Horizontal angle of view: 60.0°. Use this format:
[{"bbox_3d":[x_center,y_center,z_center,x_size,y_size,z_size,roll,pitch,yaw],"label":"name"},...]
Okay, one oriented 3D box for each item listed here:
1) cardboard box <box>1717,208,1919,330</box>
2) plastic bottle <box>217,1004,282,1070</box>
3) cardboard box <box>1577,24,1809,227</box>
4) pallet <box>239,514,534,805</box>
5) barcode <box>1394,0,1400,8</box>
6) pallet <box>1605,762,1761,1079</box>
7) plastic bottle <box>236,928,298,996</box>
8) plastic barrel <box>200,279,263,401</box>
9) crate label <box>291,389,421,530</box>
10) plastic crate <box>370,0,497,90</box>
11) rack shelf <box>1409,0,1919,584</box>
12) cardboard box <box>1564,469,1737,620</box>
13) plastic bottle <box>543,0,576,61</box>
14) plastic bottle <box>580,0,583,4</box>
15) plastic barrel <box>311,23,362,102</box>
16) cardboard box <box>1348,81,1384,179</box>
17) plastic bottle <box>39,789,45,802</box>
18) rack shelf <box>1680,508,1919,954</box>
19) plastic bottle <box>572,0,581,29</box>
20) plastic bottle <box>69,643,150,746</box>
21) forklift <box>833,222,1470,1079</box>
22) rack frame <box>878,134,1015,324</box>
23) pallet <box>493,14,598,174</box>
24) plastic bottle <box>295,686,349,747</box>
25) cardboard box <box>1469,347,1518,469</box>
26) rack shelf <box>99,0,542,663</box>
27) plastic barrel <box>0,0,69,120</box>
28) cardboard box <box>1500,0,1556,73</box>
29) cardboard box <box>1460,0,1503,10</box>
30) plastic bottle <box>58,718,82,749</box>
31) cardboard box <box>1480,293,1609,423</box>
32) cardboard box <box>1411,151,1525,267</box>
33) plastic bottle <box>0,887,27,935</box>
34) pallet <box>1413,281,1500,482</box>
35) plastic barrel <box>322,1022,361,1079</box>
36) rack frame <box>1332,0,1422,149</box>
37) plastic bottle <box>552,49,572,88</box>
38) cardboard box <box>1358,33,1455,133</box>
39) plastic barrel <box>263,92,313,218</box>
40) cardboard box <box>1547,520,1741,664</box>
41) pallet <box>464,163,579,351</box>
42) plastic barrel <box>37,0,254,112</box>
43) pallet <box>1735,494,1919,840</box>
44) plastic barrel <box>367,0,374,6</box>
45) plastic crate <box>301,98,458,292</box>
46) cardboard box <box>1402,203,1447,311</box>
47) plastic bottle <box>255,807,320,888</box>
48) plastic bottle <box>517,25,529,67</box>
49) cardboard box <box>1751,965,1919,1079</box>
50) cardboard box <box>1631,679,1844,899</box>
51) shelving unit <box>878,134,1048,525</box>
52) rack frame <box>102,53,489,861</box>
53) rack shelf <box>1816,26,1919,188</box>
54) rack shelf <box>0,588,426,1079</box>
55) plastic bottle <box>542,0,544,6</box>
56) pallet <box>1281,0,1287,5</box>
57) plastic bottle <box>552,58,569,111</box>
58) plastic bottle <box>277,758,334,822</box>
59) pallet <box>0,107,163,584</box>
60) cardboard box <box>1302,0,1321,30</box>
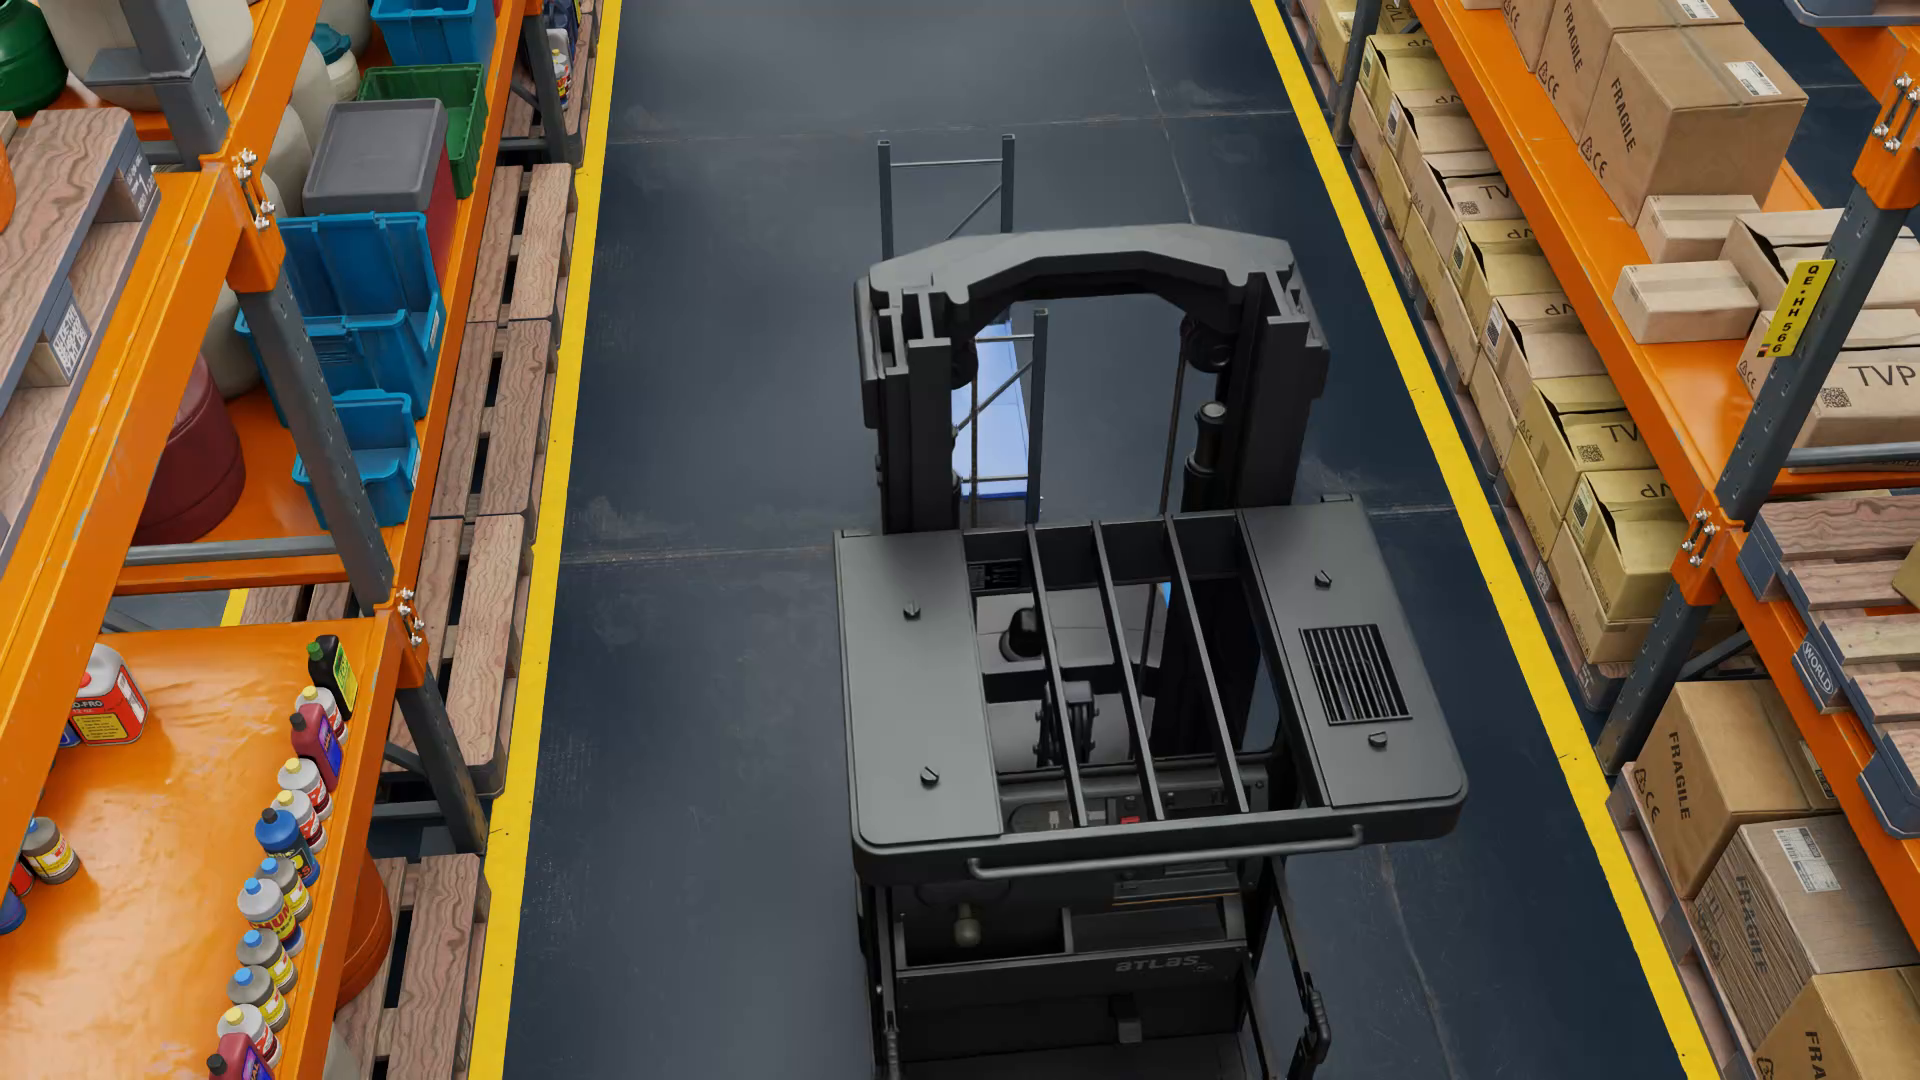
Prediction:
[{"bbox_3d":[2.916,-0.886,5.584,0.500,0.311,0.500,-4,47,-4],"label":"cardboard box"},{"bbox_3d":[-1.611,1.121,3.760,0.097,0.201,0.097,0,47,0],"label":"plastic bottle"},{"bbox_3d":[2.641,-1.505,6.040,0.500,0.500,0.500,-6,47,-5],"label":"cardboard box"},{"bbox_3d":[-2.164,0.437,6.191,1.003,0.211,1.213,-3,47,-3],"label":"pallet"},{"bbox_3d":[2.070,-2.563,7.869,0.001,0.075,0.075,-3,47,-3],"label":"barcode"},{"bbox_3d":[2.823,1.244,5.427,1.003,0.211,1.213,-3,47,-3],"label":"pallet"},{"bbox_3d":[-1.628,0.980,3.893,0.097,0.201,0.097,0,47,0],"label":"plastic bottle"},{"bbox_3d":[-2.437,-0.729,5.297,0.421,0.512,0.421,0,47,0],"label":"plastic barrel"},{"bbox_3d":[-1.800,-0.229,5.016,0.303,0.233,0.416,-3,47,-3],"label":"crate label"},{"bbox_3d":[-2.071,-2.068,6.654,0.392,0.384,0.575,-3,47,-3],"label":"plastic crate"},{"bbox_3d":[2.631,-1.457,6.559,1.077,0.370,4.000,-3,47,-3],"label":"rack shelf"},{"bbox_3d":[2.509,-0.013,5.915,0.500,0.311,0.500,-2,47,-2],"label":"cardboard box"},{"bbox_3d":[-2.127,-2.703,8.765,0.144,0.351,0.185,-2,47,-2],"label":"plastic bottle"},{"bbox_3d":[-2.178,-3.147,9.186,0.144,0.351,0.185,-4,47,-4],"label":"plastic bottle"},{"bbox_3d":[-2.515,-1.839,6.521,0.301,0.262,0.301,0,47,0],"label":"plastic barrel"},{"bbox_3d":[2.250,-2.043,8.224,0.500,0.250,0.500,-5,47,-4],"label":"cardboard box"},{"bbox_3d":[-2.433,0.598,4.255,0.097,0.201,0.097,0,47,0],"label":"plastic bottle"},{"bbox_3d":[2.966,1.437,3.819,1.077,0.370,4.000,-3,47,-3],"label":"rack shelf"},{"bbox_3d":[-2.115,-2.938,9.034,0.061,0.283,0.133,-2,47,-2],"label":"plastic bottle"},{"bbox_3d":[-2.272,0.407,4.384,0.152,0.276,0.135,-3,47,-3],"label":"plastic bottle"},{"bbox_3d":[0.313,0.867,3.910,1.130,2.935,3.031,-4,47,-4],"label":"forklift"},{"bbox_3d":[-0.050,-0.945,6.612,0.500,1.500,0.032,-3,47,-3],"label":"rack frame"},{"bbox_3d":[-2.488,-2.383,8.861,1.003,0.211,1.213,-3,47,-3],"label":"pallet"},{"bbox_3d":[-1.688,0.461,4.385,0.097,0.201,0.097,0,47,0],"label":"plastic bottle"},{"bbox_3d":[2.425,-0.559,6.818,0.500,0.250,0.500,-3,47,-2],"label":"cardboard box"},{"bbox_3d":[-2.306,-1.159,6.277,1.077,0.370,4.000,-3,47,-3],"label":"rack shelf"},{"bbox_3d":[-2.210,-1.113,3.779,0.294,0.245,0.294,0,47,0],"label":"plastic barrel"},{"bbox_3d":[2.555,-2.248,6.744,0.500,0.500,0.500,0,47,0],"label":"cardboard box"},{"bbox_3d":[2.334,-2.412,7.141,0.380,0.149,0.250,-3,47,-3],"label":"cardboard box"},{"bbox_3d":[-2.424,0.416,4.375,0.152,0.276,0.135,-3,47,-3],"label":"plastic bottle"},{"bbox_3d":[2.419,-0.754,6.617,0.500,0.311,0.500,-4,47,-4],"label":"cardboard box"},{"bbox_3d":[2.331,-1.492,7.316,0.500,0.311,0.500,-5,47,-5],"label":"cardboard box"},{"bbox_3d":[-2.342,0.835,3.982,0.097,0.271,0.097,0,47,0],"label":"plastic bottle"},{"bbox_3d":[2.669,-0.777,7.341,1.003,0.211,1.213,-3,47,-3],"label":"pallet"},{"bbox_3d":[-1.944,1.508,4.680,0.421,0.512,0.421,0,47,0],"label":"plastic barrel"},{"bbox_3d":[2.463,-3.151,7.669,1.000,3.000,0.127,-3,47,-3],"label":"rack frame"},{"bbox_3d":[-2.080,-2.446,8.625,0.097,0.201,0.097,0,47,0],"label":"plastic bottle"},{"bbox_3d":[2.250,-2.229,8.013,0.500,0.311,0.500,-3,47,-3],"label":"cardboard box"},{"bbox_3d":[-2.514,-1.350,5.869,0.433,0.535,0.433,0,47,0],"label":"plastic barrel"},{"bbox_3d":[2.511,0.178,6.120,0.500,0.250,0.500,-2,47,-2],"label":"cardboard box"},{"bbox_3d":[-2.369,-1.328,7.863,1.003,0.211,1.213,-3,47,-3],"label":"pallet"},{"bbox_3d":[-1.859,-1.272,3.746,0.421,0.512,0.421,0,47,0],"label":"plastic barrel"},{"bbox_3d":[2.925,0.295,4.537,1.213,0.211,1.003,-3,47,-3],"label":"pallet"},{"bbox_3d":[-2.743,-2.728,6.922,0.600,0.901,0.708,-3,47,-3],"label":"plastic barrel"},{"bbox_3d":[-1.969,-1.169,5.747,0.402,0.464,0.583,-3,47,-3],"label":"plastic crate"},{"bbox_3d":[2.338,-1.299,7.519,0.500,0.250,0.500,-5,47,-5],"label":"cardboard box"},{"bbox_3d":[-1.652,0.744,4.068,0.097,0.271,0.097,0,47,0],"label":"plastic bottle"},{"bbox_3d":[-2.271,-2.694,8.757,0.144,0.351,0.185,-3,47,-3],"label":"plastic bottle"},{"bbox_3d":[2.638,1.539,4.645,0.500,0.500,0.500,-4,47,-4],"label":"cardboard box"},{"bbox_3d":[2.551,0.798,5.347,0.500,0.500,0.500,-2,47,-2],"label":"cardboard box"},{"bbox_3d":[-0.007,-0.577,6.264,0.538,1.500,1.048,-3,47,-3],"label":"shelving unit"},{"bbox_3d":[-2.138,0.041,4.645,1.000,3.000,0.127,-3,47,-3],"label":"rack frame"},{"bbox_3d":[2.631,-2.488,5.470,1.077,0.370,4.000,-3,47,-3],"label":"rack shelf"},{"bbox_3d":[-1.971,1.735,3.536,1.077,0.370,4.000,-3,47,-3],"label":"rack shelf"},{"bbox_3d":[-2.324,-3.094,9.187,0.152,0.276,0.135,-3,47,-3],"label":"plastic bottle"},{"bbox_3d":[2.333,-3.655,10.066,1.003,0.211,1.213,-3,47,-3],"label":"pallet"},{"bbox_3d":[-2.063,-2.323,8.461,0.097,0.271,0.097,0,47,0],"label":"plastic bottle"},{"bbox_3d":[-1.668,0.628,4.227,0.097,0.201,0.097,0,47,0],"label":"plastic bottle"},{"bbox_3d":[-2.172,-0.366,3.095,1.003,0.211,1.213,-3,47,-3],"label":"pallet"},{"bbox_3d":[2.175,-3.035,9.163,0.500,0.250,0.500,-3,47,-3],"label":"cardboard box"}]
